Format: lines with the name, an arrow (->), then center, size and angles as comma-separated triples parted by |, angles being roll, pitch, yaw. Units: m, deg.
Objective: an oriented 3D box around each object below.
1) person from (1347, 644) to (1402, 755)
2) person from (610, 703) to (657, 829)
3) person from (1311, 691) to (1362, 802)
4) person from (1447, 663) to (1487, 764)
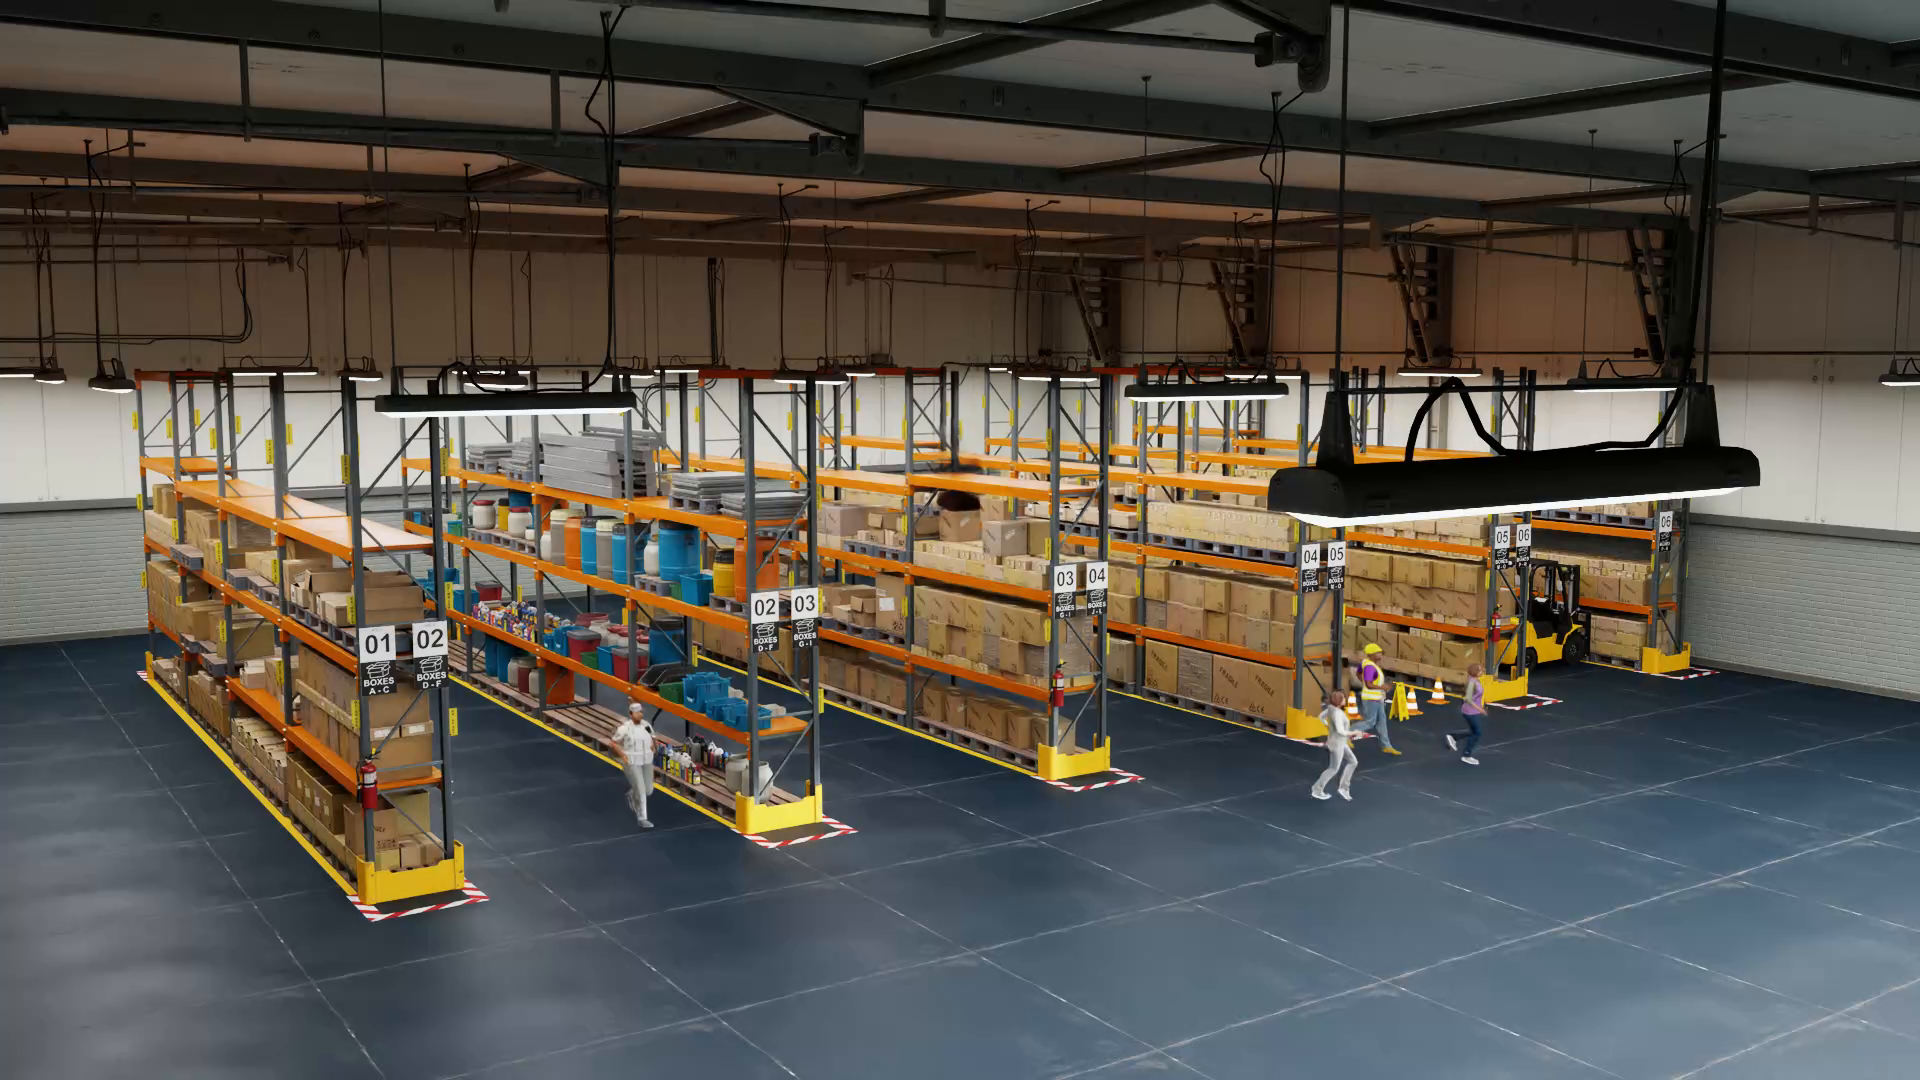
person -> 6.460, 2.503, 26.116 | 0.983, 1.767, 0.690 | 2, 7, 16
person -> -4.344, 3.000, 22.353 | 0.620, 1.634, 0.804 | -6, 9, -41
person -> 5.313, 2.914, 23.452 | 0.690, 1.609, 0.546 | 1, 7, 8
person -> 7.851, 2.670, 25.718 | 0.610, 1.573, 0.554 | 3, 7, 23
